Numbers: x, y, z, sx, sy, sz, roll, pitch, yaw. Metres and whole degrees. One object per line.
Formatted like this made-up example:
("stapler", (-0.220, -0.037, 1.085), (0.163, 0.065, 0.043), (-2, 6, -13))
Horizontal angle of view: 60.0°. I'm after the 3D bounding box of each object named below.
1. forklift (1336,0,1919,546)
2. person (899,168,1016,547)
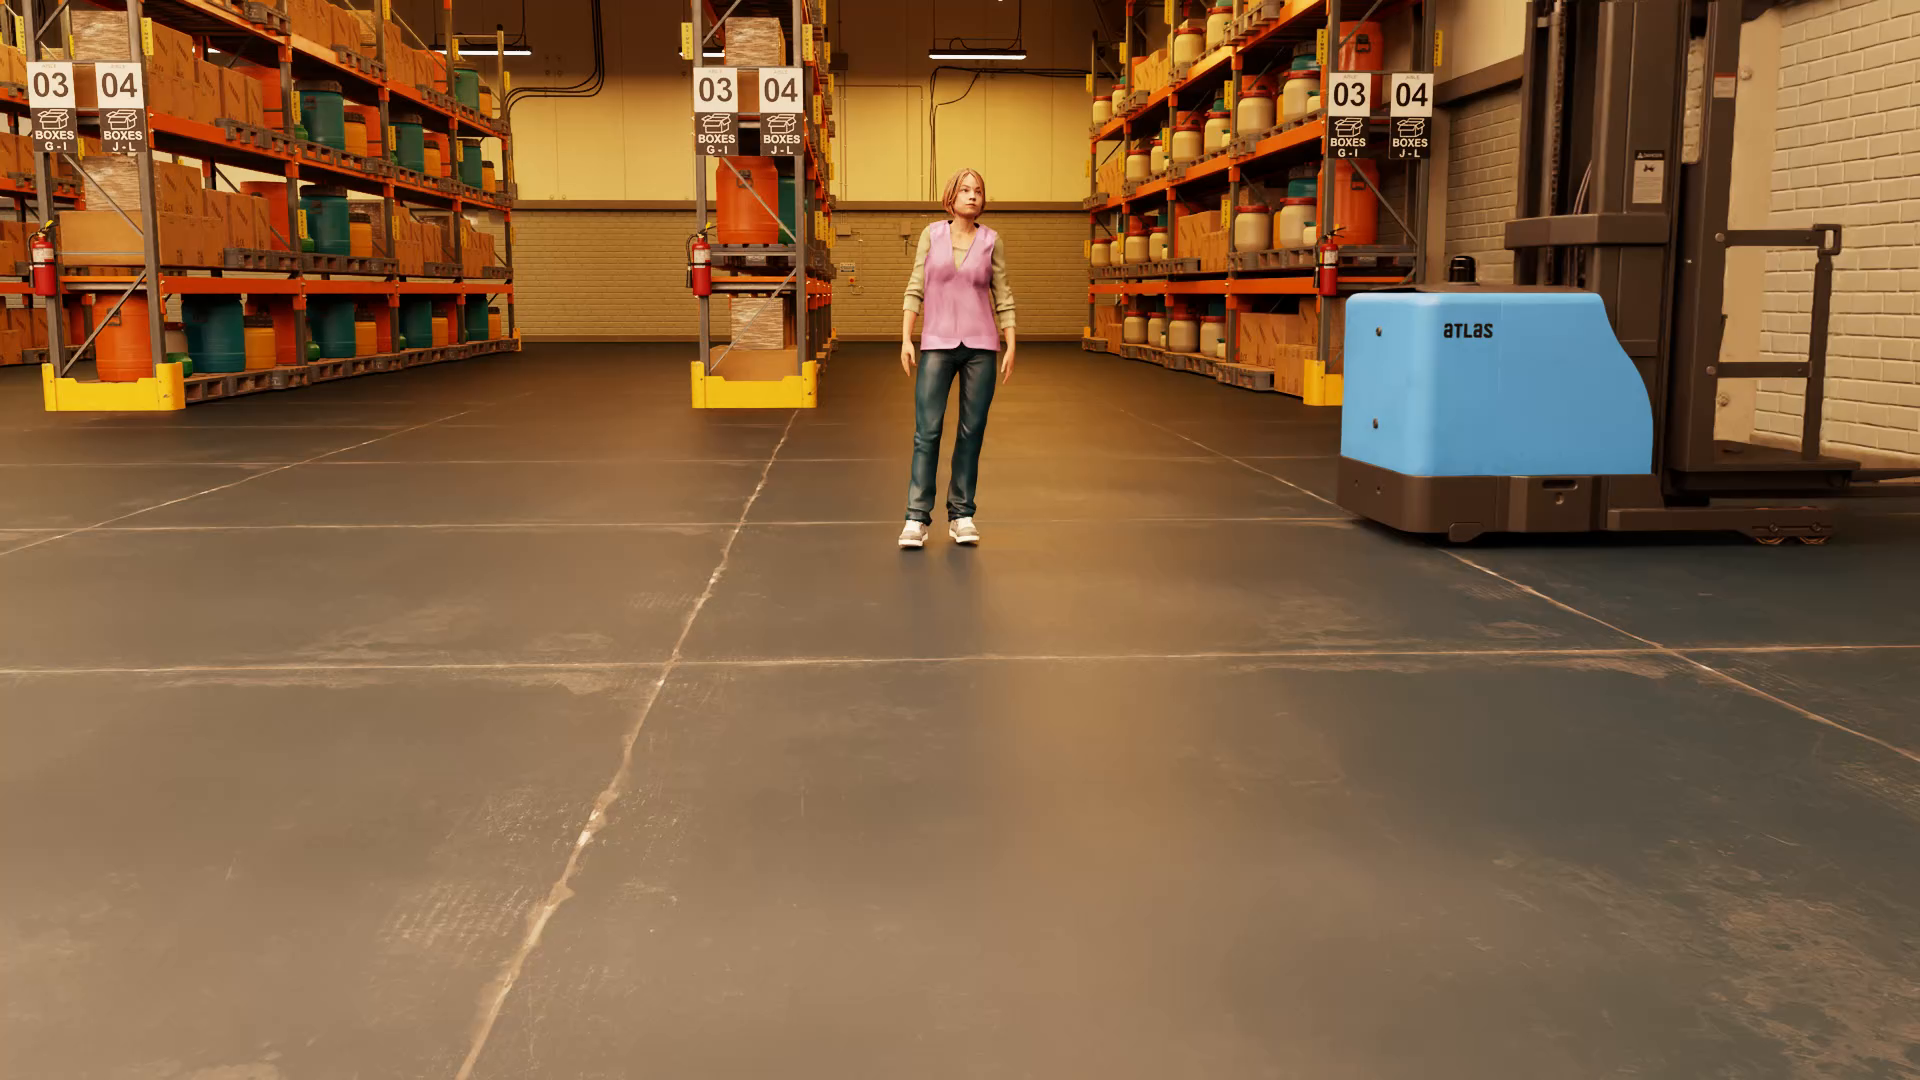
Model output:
("forklift", (3.345, -1.503, 7.453), (3.031, 2.935, 1.130), (-1, 8, -5))
("person", (-0.010, -0.786, 7.118), (0.520, 1.596, 0.476), (-1, 8, -4))
